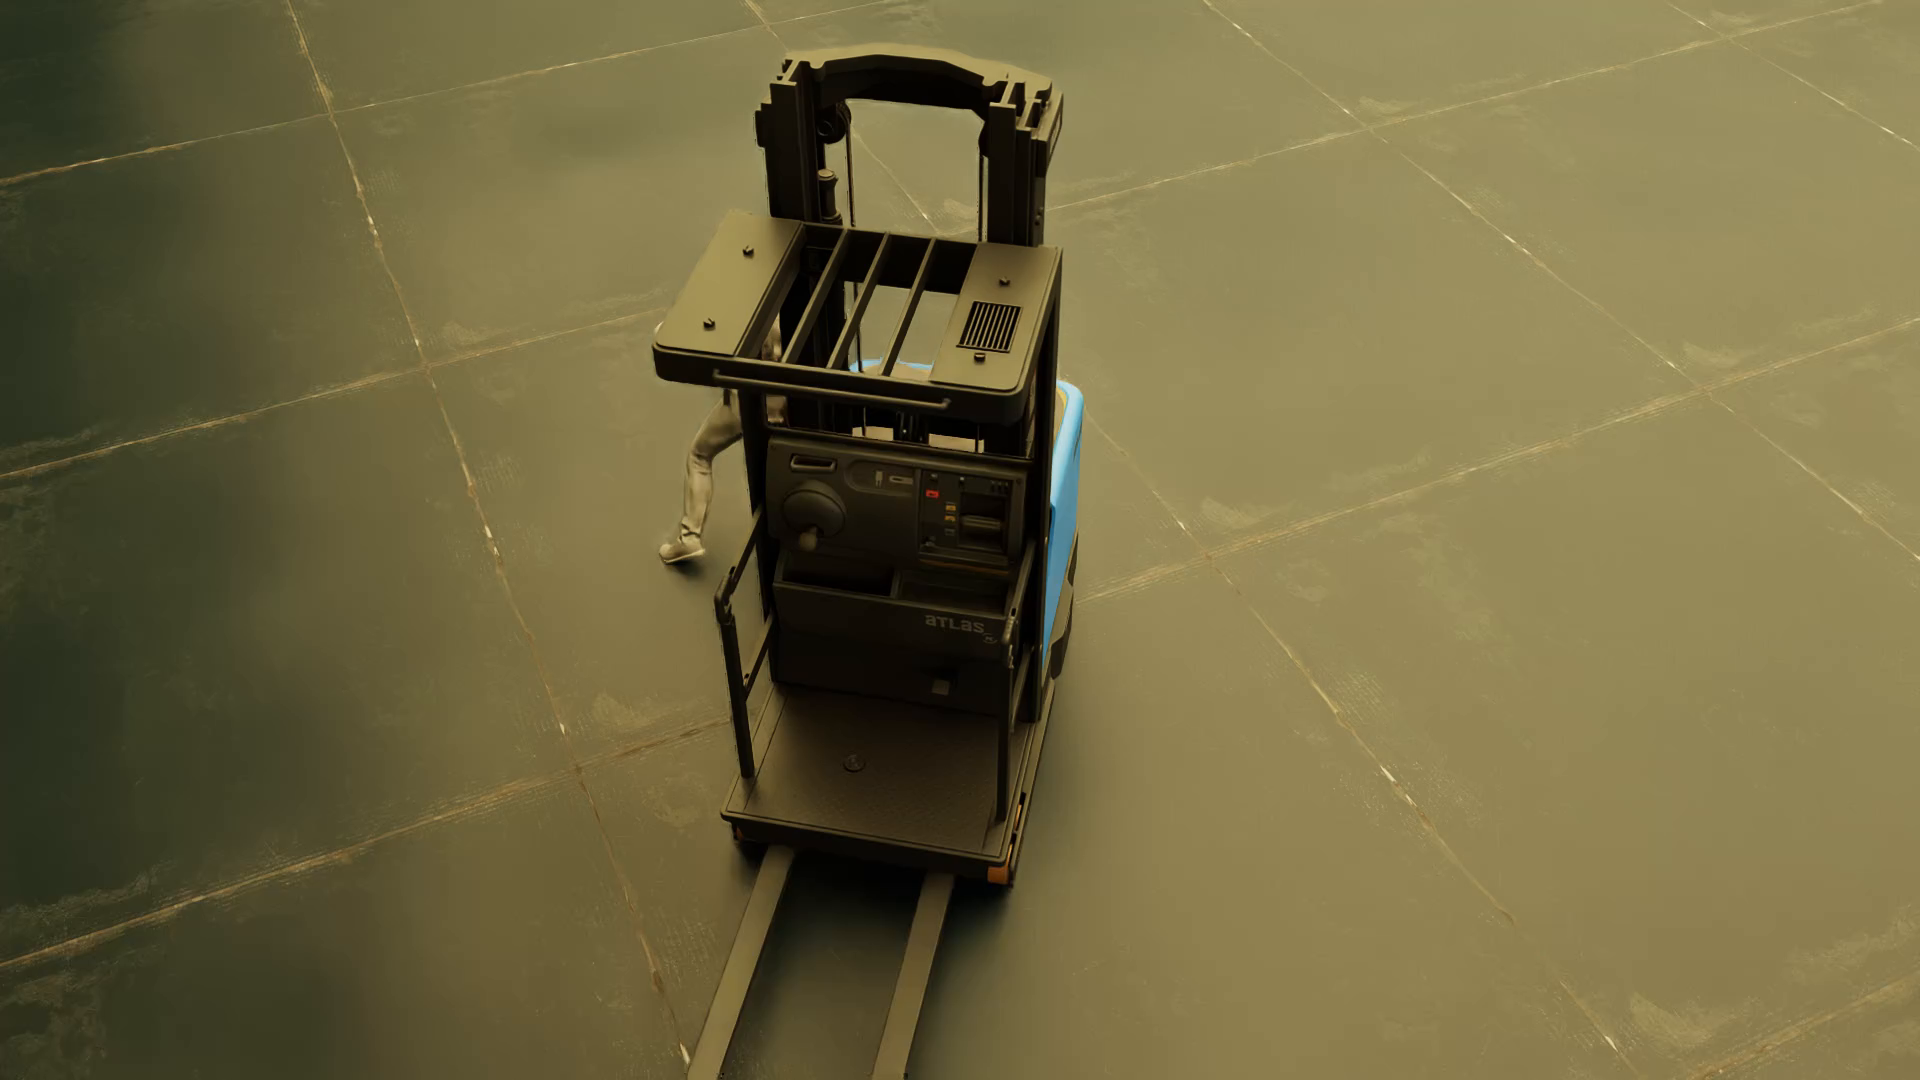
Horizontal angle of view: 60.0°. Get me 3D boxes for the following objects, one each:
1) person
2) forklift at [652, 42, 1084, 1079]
[{"bbox_3d":[-0.924,-0.734,7.564,1.056,1.514,0.966,-5,43,-5],"label":"person"},{"bbox_3d":[-0.272,-0.029,5.711,1.130,2.935,3.031,8,44,9],"label":"forklift"}]
